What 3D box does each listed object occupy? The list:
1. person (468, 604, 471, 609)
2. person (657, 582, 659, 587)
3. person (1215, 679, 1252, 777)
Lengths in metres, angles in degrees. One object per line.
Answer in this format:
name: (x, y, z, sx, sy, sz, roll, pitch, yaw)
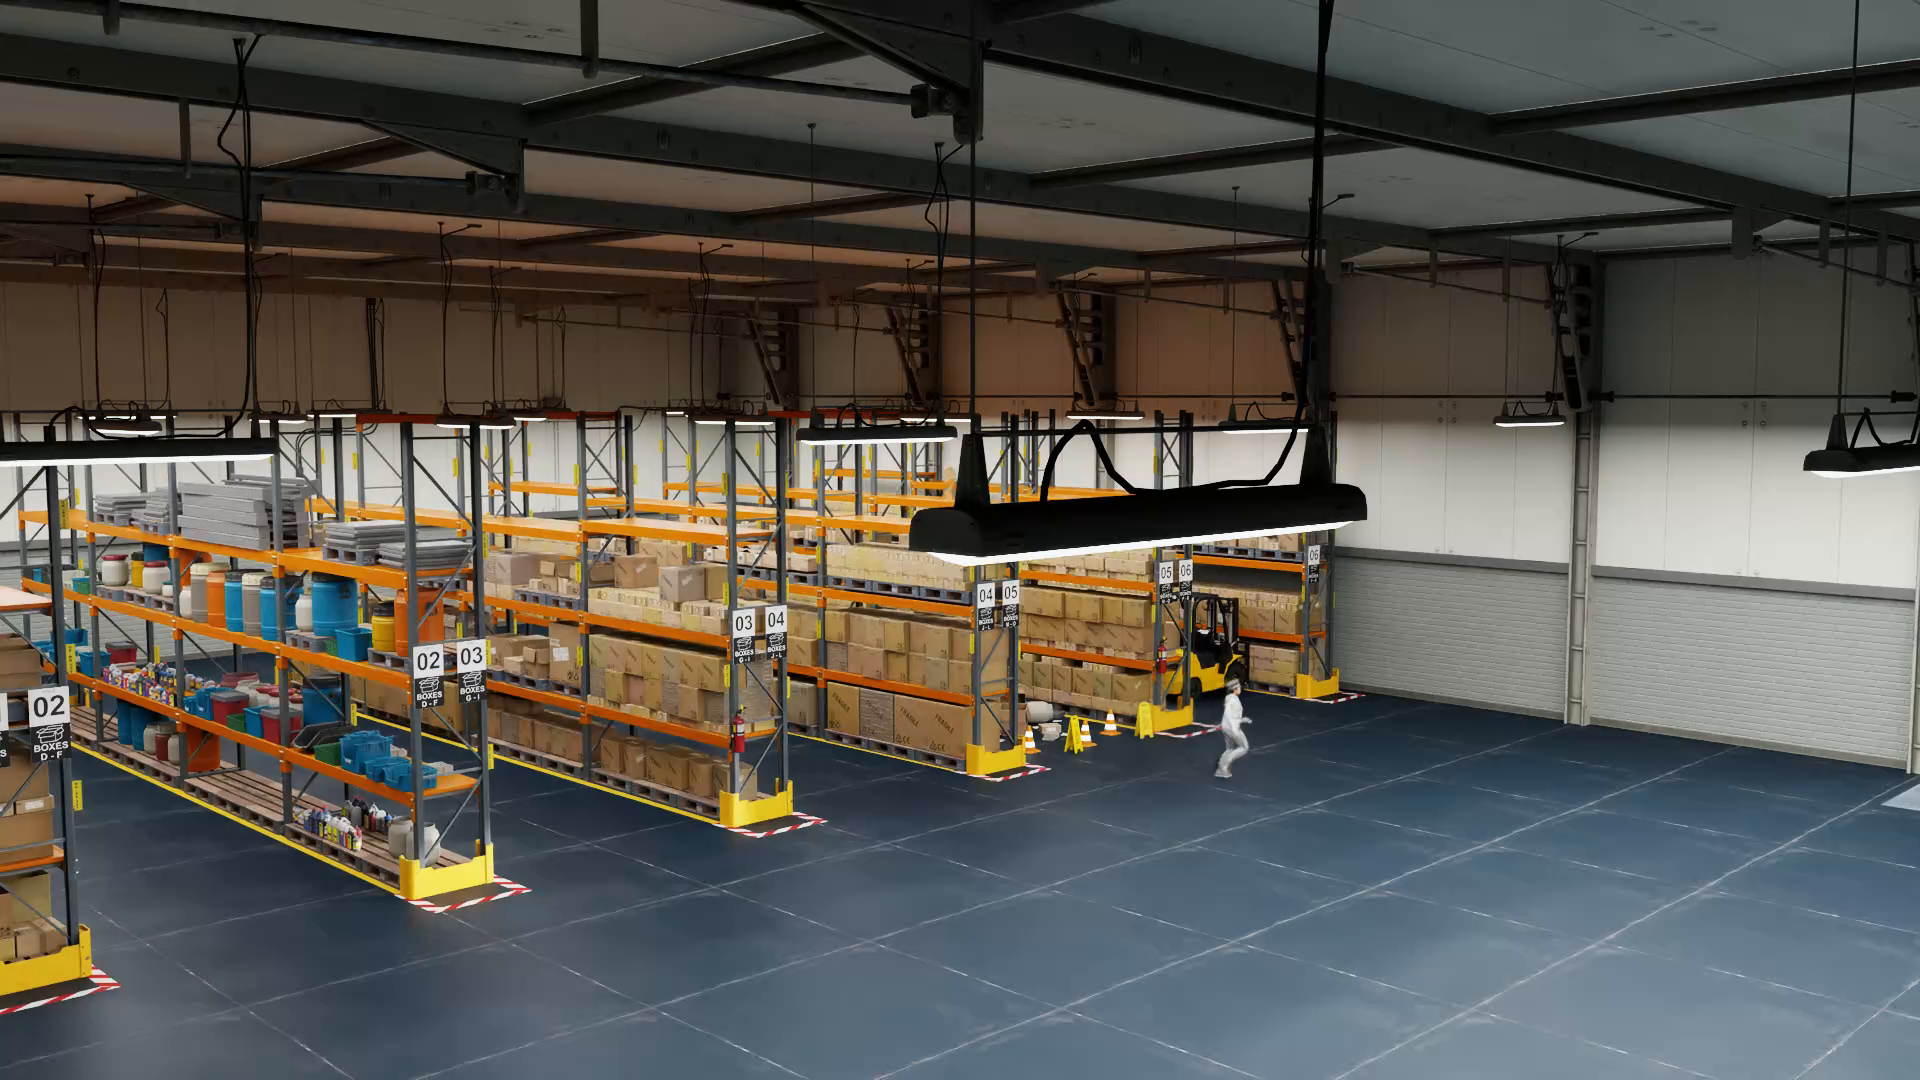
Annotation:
person: (-11.055, 2.264, 37.385, 0.622, 1.679, 0.894, -3, 6, -34)
person: (-8.103, 1.685, 43.530, 0.711, 1.764, 0.918, 4, 6, 38)
person: (4.545, 3.115, 27.516, 0.633, 1.640, 0.599, -1, 5, -7)
